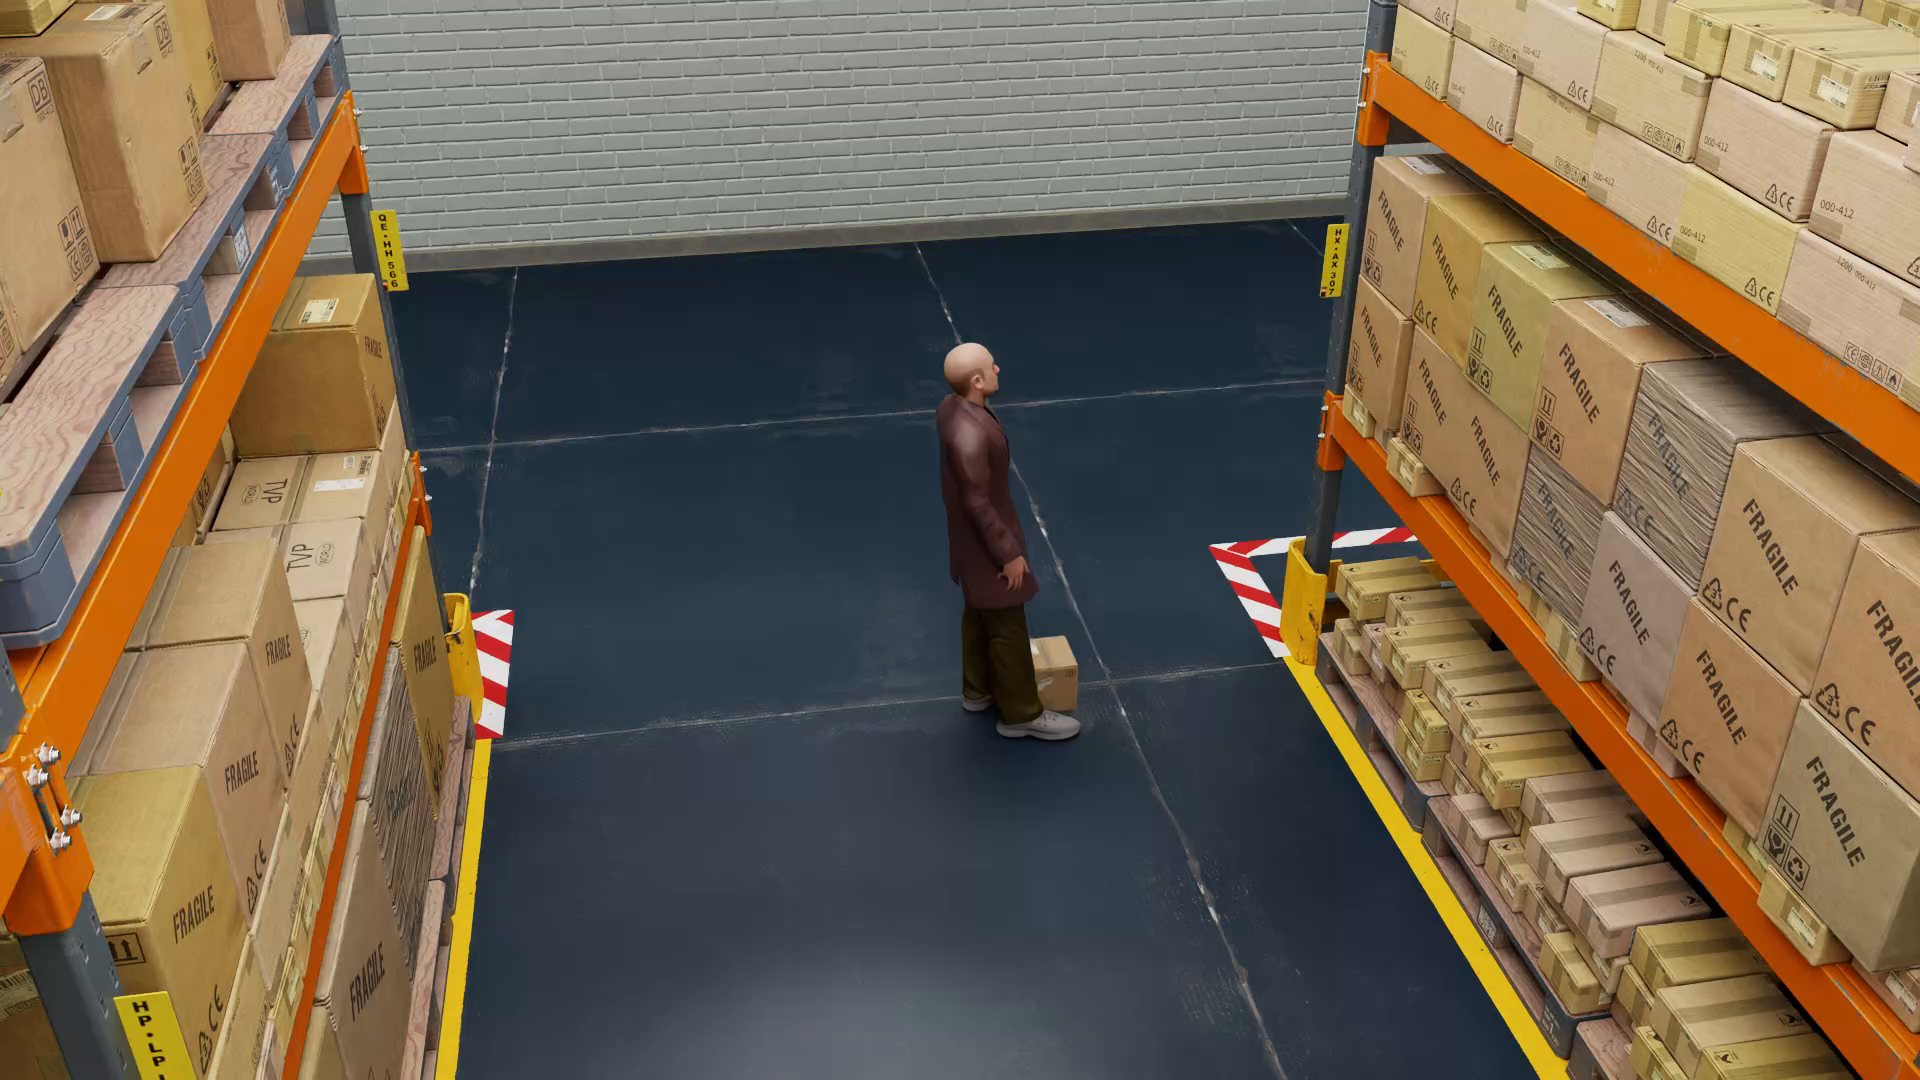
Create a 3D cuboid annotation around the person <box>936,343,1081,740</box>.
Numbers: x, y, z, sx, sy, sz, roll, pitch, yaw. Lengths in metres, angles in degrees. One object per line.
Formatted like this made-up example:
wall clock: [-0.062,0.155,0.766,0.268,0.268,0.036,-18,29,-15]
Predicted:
person: [0.203,-0.016,7.156,0.581,1.776,0.678,-5,31,-9]
